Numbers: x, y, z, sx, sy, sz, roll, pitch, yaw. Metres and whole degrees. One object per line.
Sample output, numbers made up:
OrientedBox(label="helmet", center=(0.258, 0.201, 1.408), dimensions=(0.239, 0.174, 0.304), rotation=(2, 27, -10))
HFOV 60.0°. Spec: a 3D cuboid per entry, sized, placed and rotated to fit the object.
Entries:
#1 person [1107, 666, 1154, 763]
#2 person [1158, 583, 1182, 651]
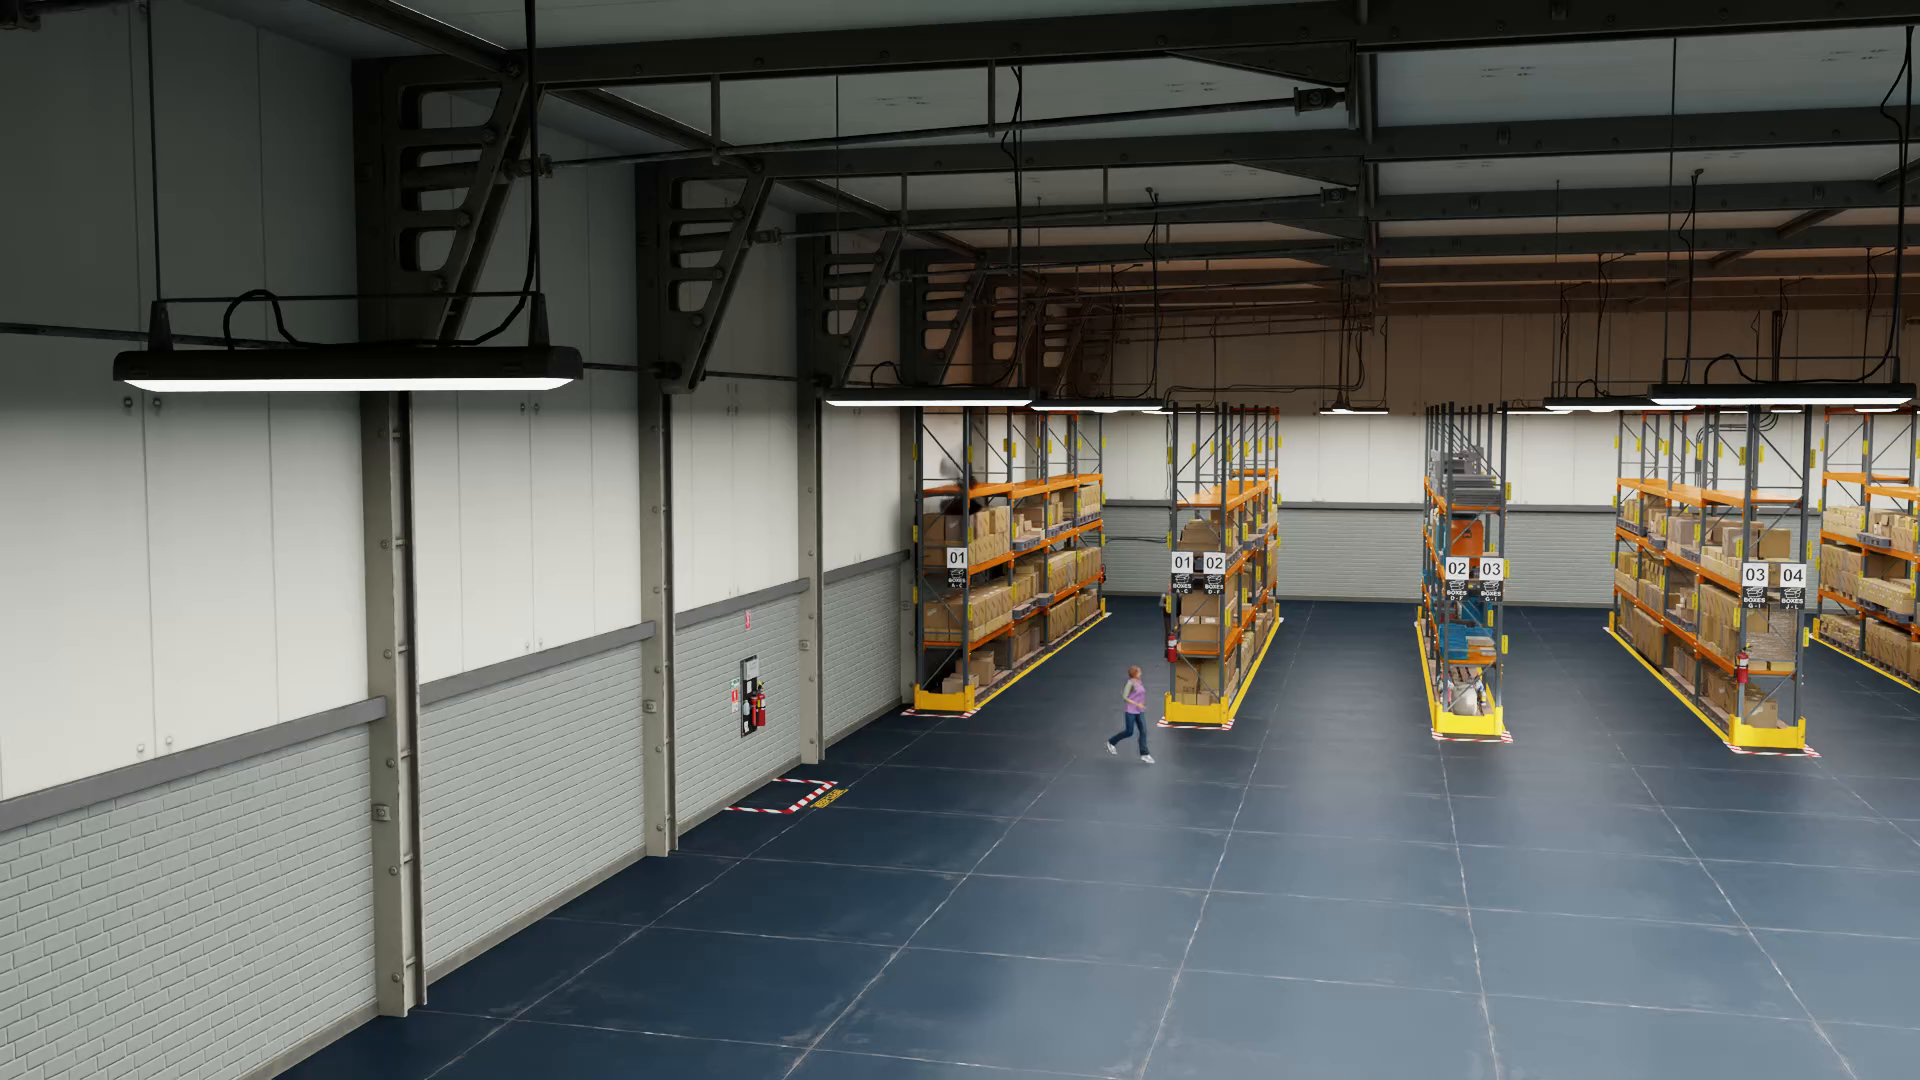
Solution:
OrientedBox(label="person", center=(2.899, 2.877, 27.705), dimensions=(0.903, 1.583, 0.577), rotation=(3, 5, 37))
OrientedBox(label="person", center=(5.092, 1.891, 39.949), dimensions=(0.653, 1.742, 0.902), rotation=(0, 4, 5))
